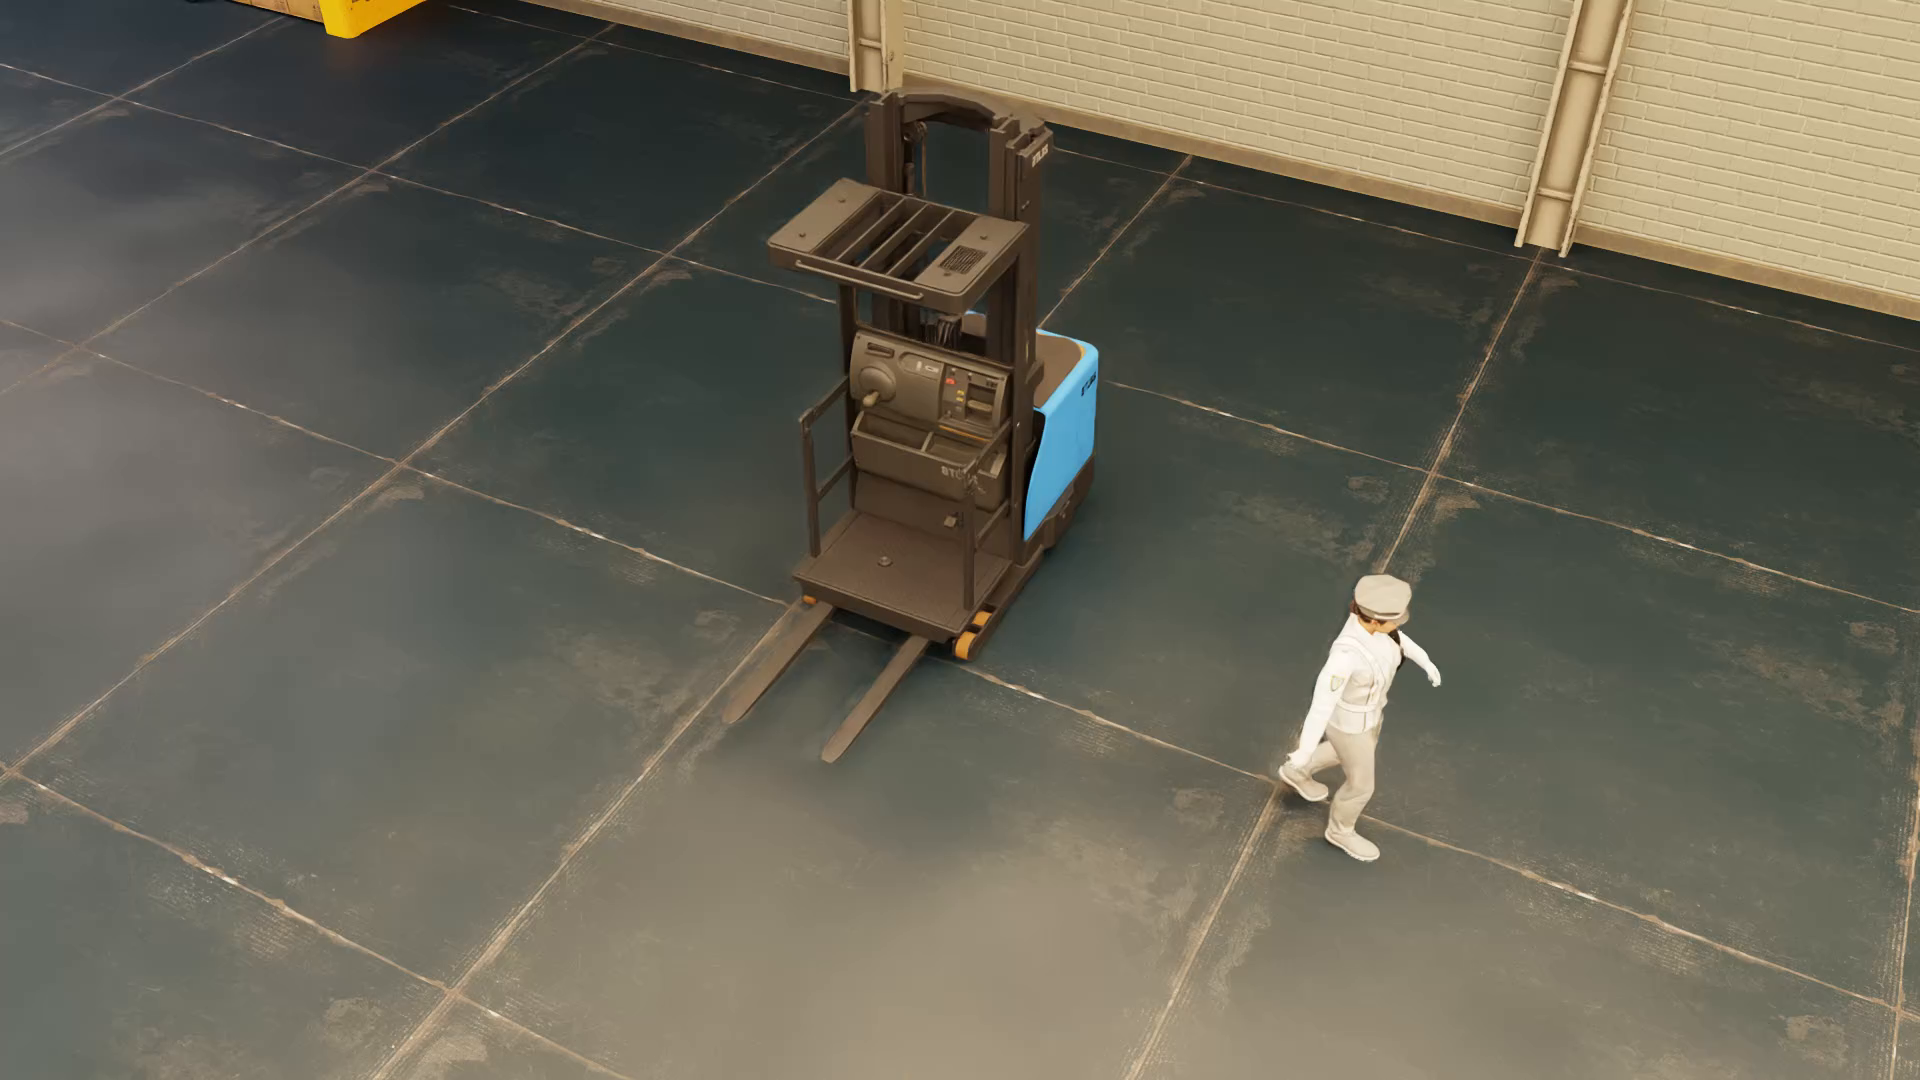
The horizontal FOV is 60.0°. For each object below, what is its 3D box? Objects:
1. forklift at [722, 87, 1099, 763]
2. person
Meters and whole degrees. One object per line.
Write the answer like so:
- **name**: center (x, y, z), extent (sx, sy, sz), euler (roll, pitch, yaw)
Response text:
- **forklift**: center (-0.272, -0.768, 8.899), extent (1.130, 2.935, 3.031), euler (18, 43, 20)
- **person**: center (1.889, 0.842, 7.990), extent (0.654, 1.651, 0.787), euler (18, 43, 20)
